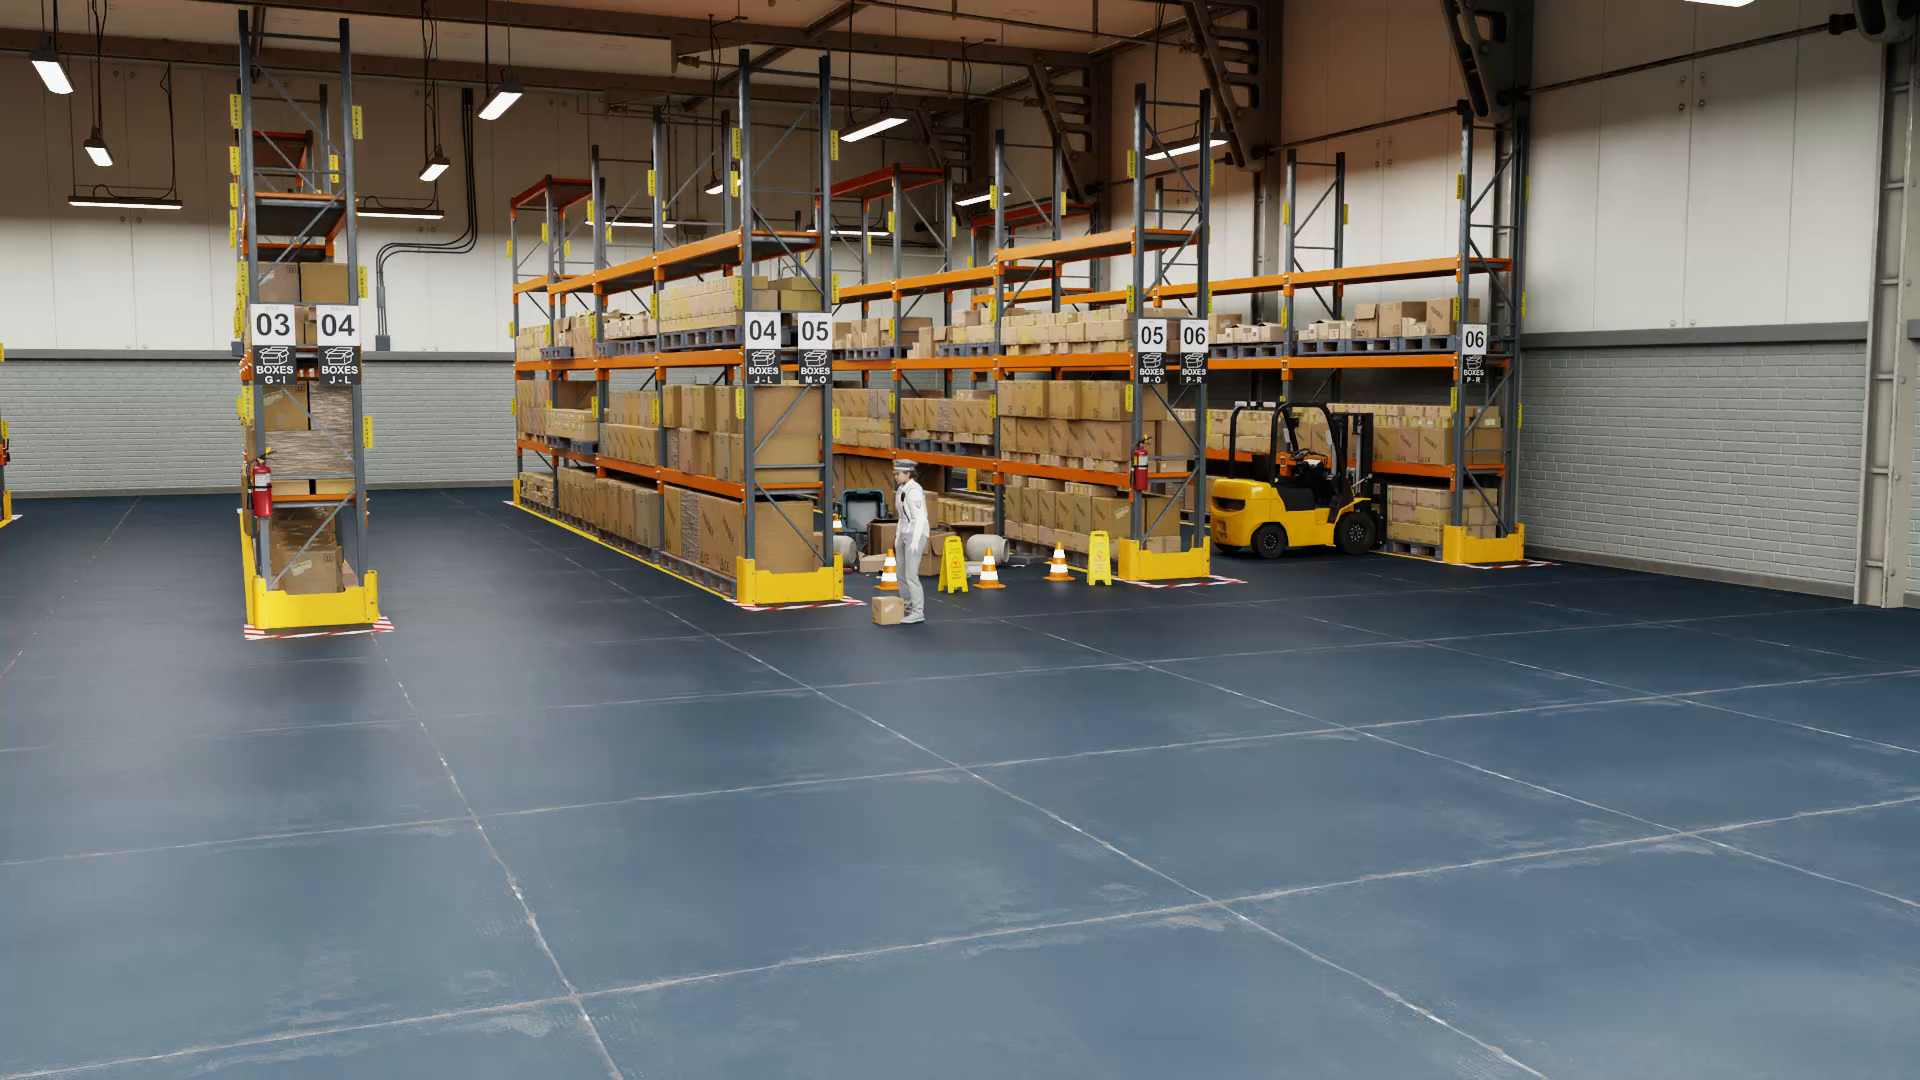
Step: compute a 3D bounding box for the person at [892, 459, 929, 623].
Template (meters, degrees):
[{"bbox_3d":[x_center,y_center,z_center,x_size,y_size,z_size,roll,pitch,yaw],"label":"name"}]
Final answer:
[{"bbox_3d":[-0.518,0.002,16.962,0.376,1.663,0.527,-2,6,-24],"label":"person"}]
